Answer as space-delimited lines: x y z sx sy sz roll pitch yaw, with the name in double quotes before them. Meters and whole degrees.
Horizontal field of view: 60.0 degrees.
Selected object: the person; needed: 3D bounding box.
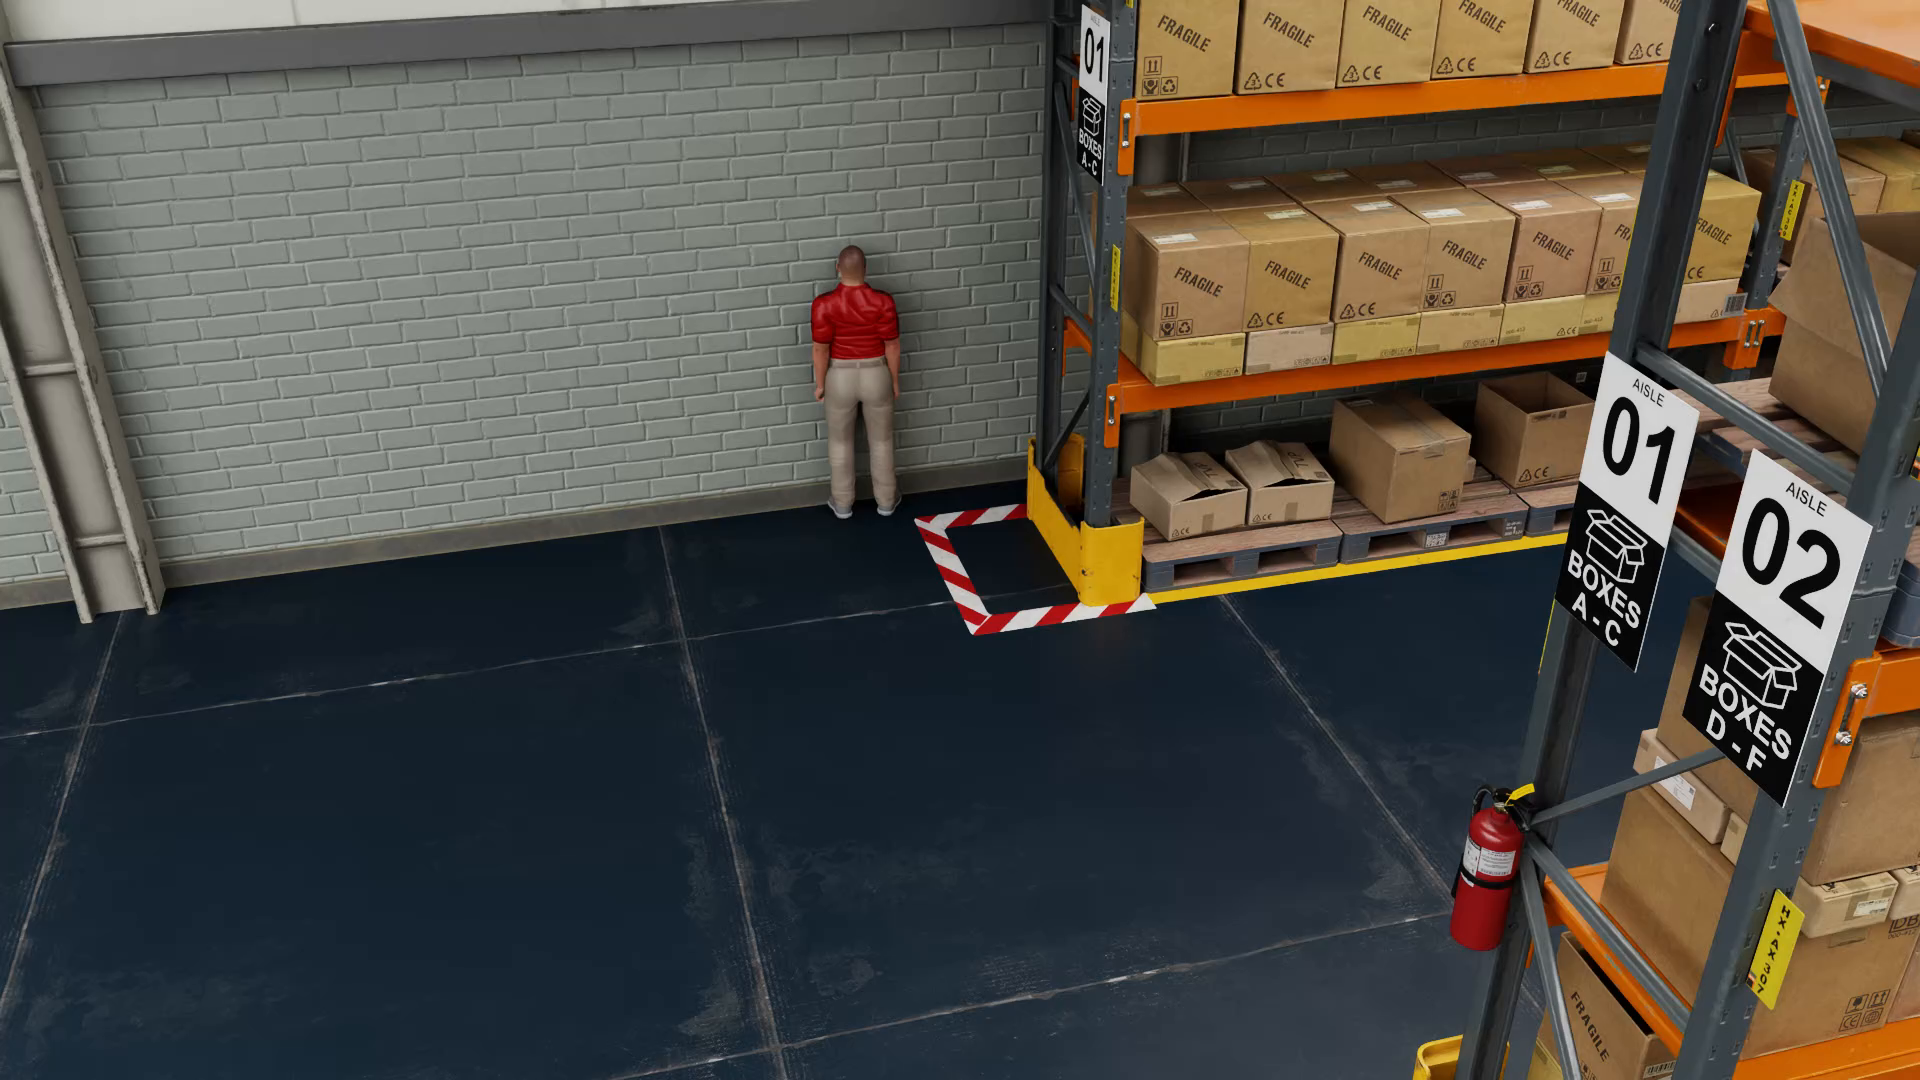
"person" -0.612 -0.941 9.885 0.519 1.728 0.379 -3 30 -6
